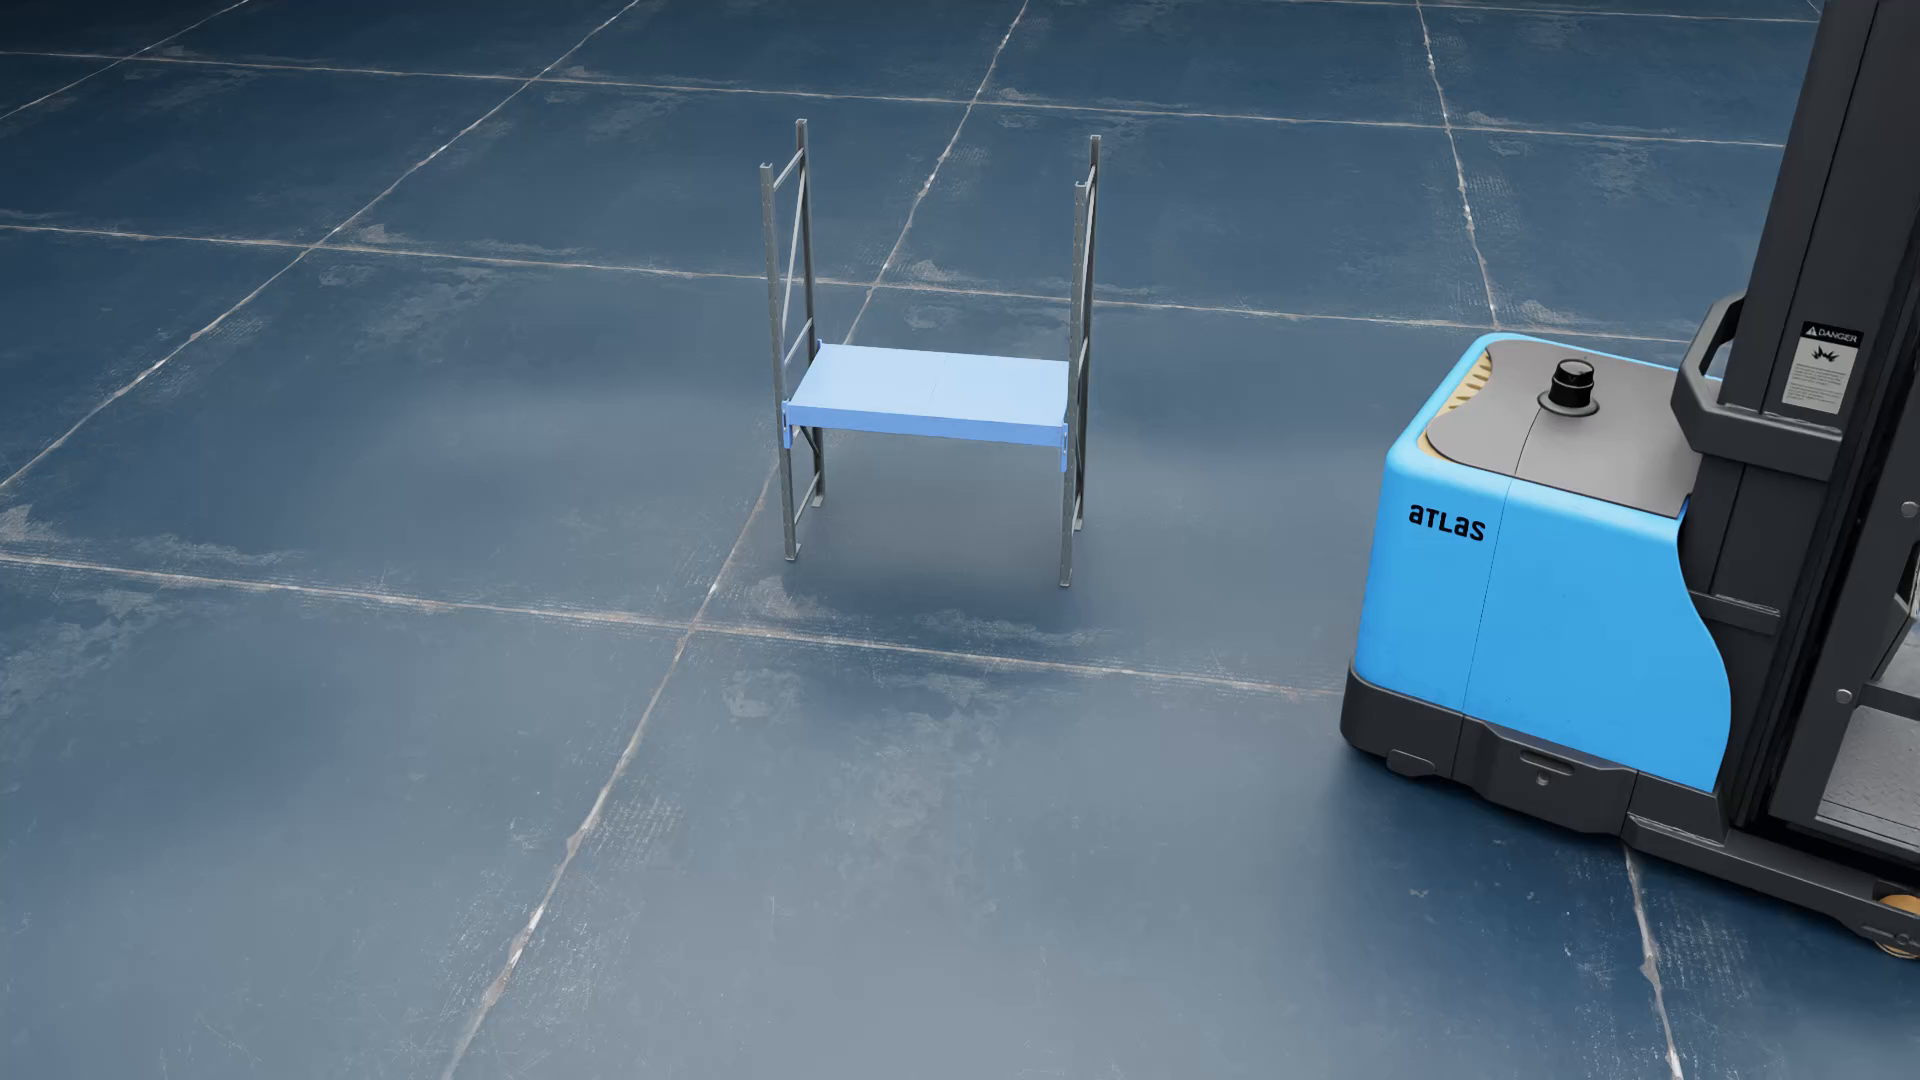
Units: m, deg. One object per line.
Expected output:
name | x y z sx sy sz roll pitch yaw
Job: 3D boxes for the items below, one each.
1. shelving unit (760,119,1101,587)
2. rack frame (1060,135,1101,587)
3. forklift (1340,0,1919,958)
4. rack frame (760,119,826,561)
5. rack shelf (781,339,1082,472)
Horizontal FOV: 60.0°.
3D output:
shelving unit | -0.084 -0.643 5.864 1.048 1.500 0.538 5 32 8
rack frame | 0.417 -0.598 5.792 0.032 1.500 0.500 5 32 8
forklift | 2.710 -0.394 4.116 3.031 2.935 1.130 18 36 26
rack frame | -0.585 -0.689 5.937 0.032 1.500 0.500 5 32 8
rack shelf | -0.084 -0.491 5.960 1.000 0.185 0.538 5 32 8
